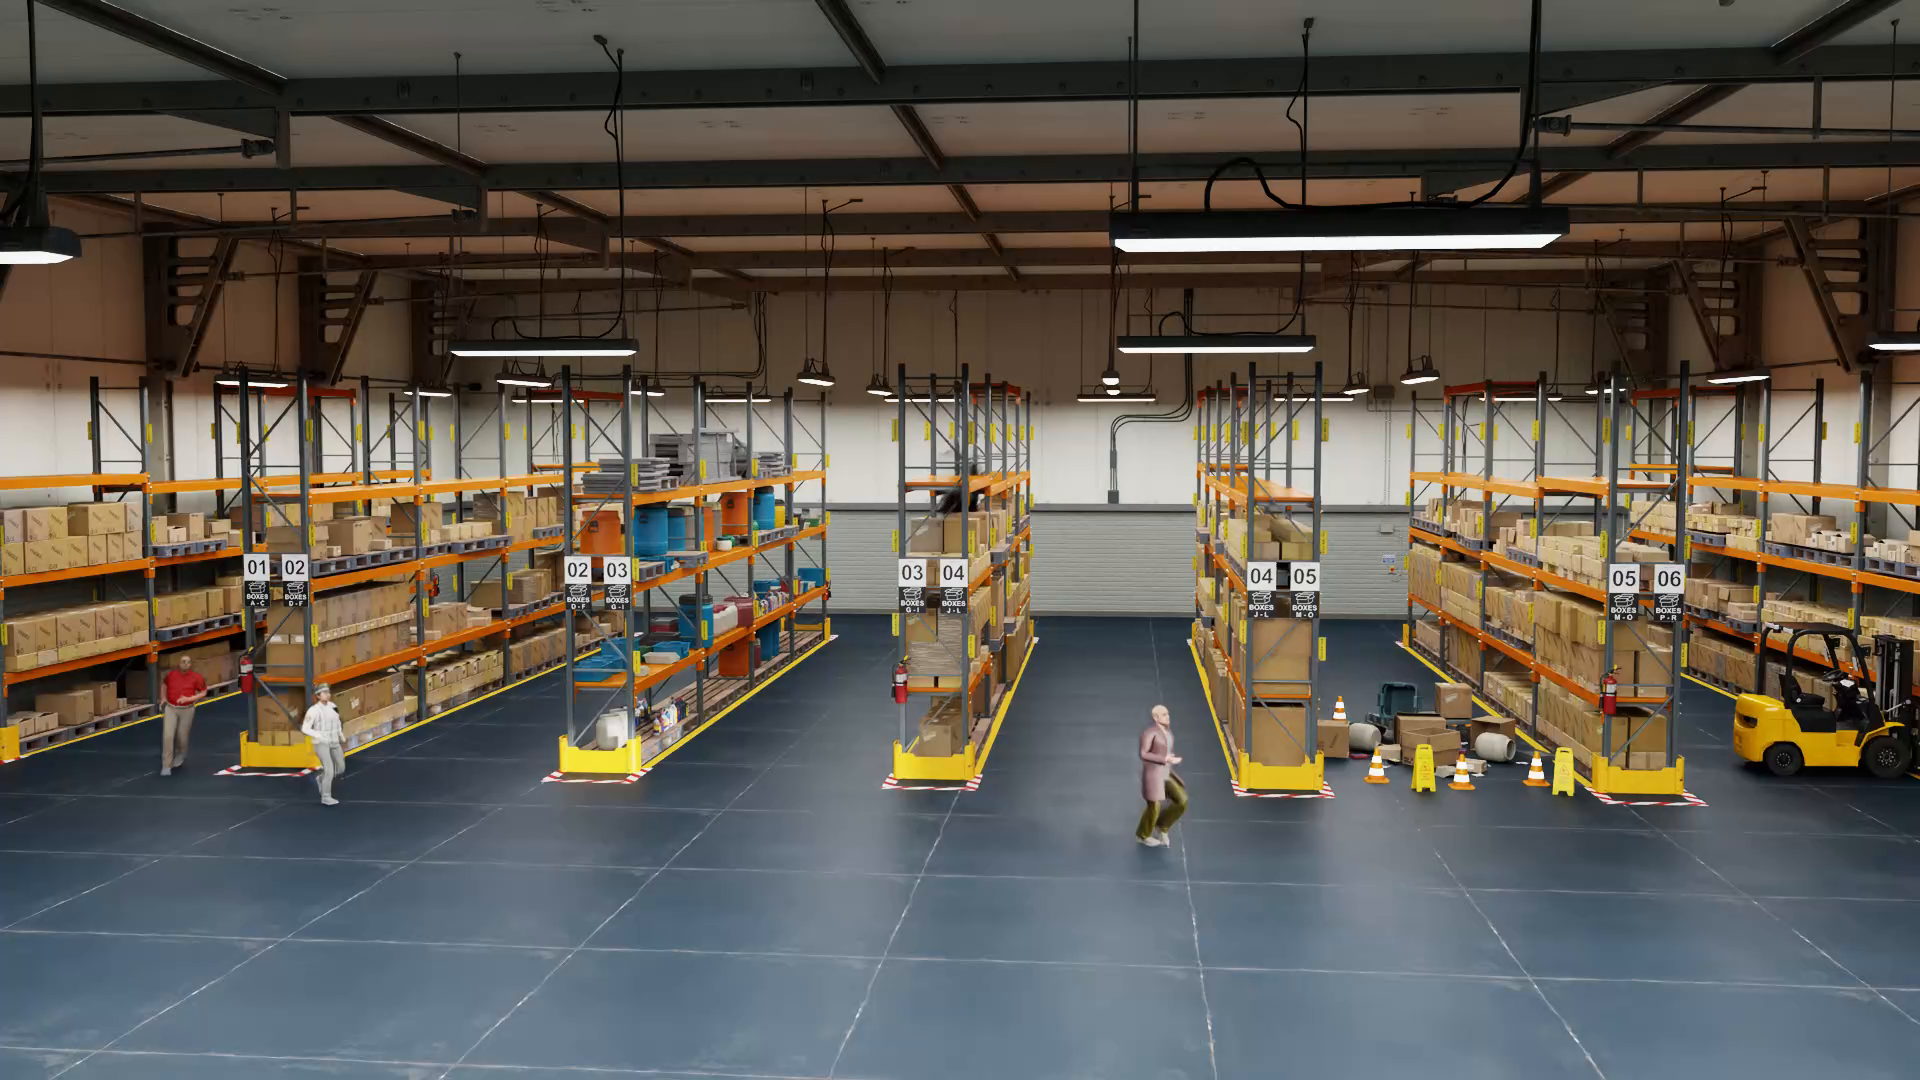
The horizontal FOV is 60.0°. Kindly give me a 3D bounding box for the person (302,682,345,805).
[{"bbox_3d":[-8.566,2.736,22.436,0.576,1.647,0.613,2,4,32],"label":"person"}]

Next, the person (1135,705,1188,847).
[{"bbox_3d":[2.384,2.840,19.933,0.702,1.742,0.757,-4,5,-45],"label":"person"}]

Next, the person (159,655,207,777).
[{"bbox_3d":[-11.521,2.576,24.677,0.660,1.749,0.827,-1,4,-17],"label":"person"}]
